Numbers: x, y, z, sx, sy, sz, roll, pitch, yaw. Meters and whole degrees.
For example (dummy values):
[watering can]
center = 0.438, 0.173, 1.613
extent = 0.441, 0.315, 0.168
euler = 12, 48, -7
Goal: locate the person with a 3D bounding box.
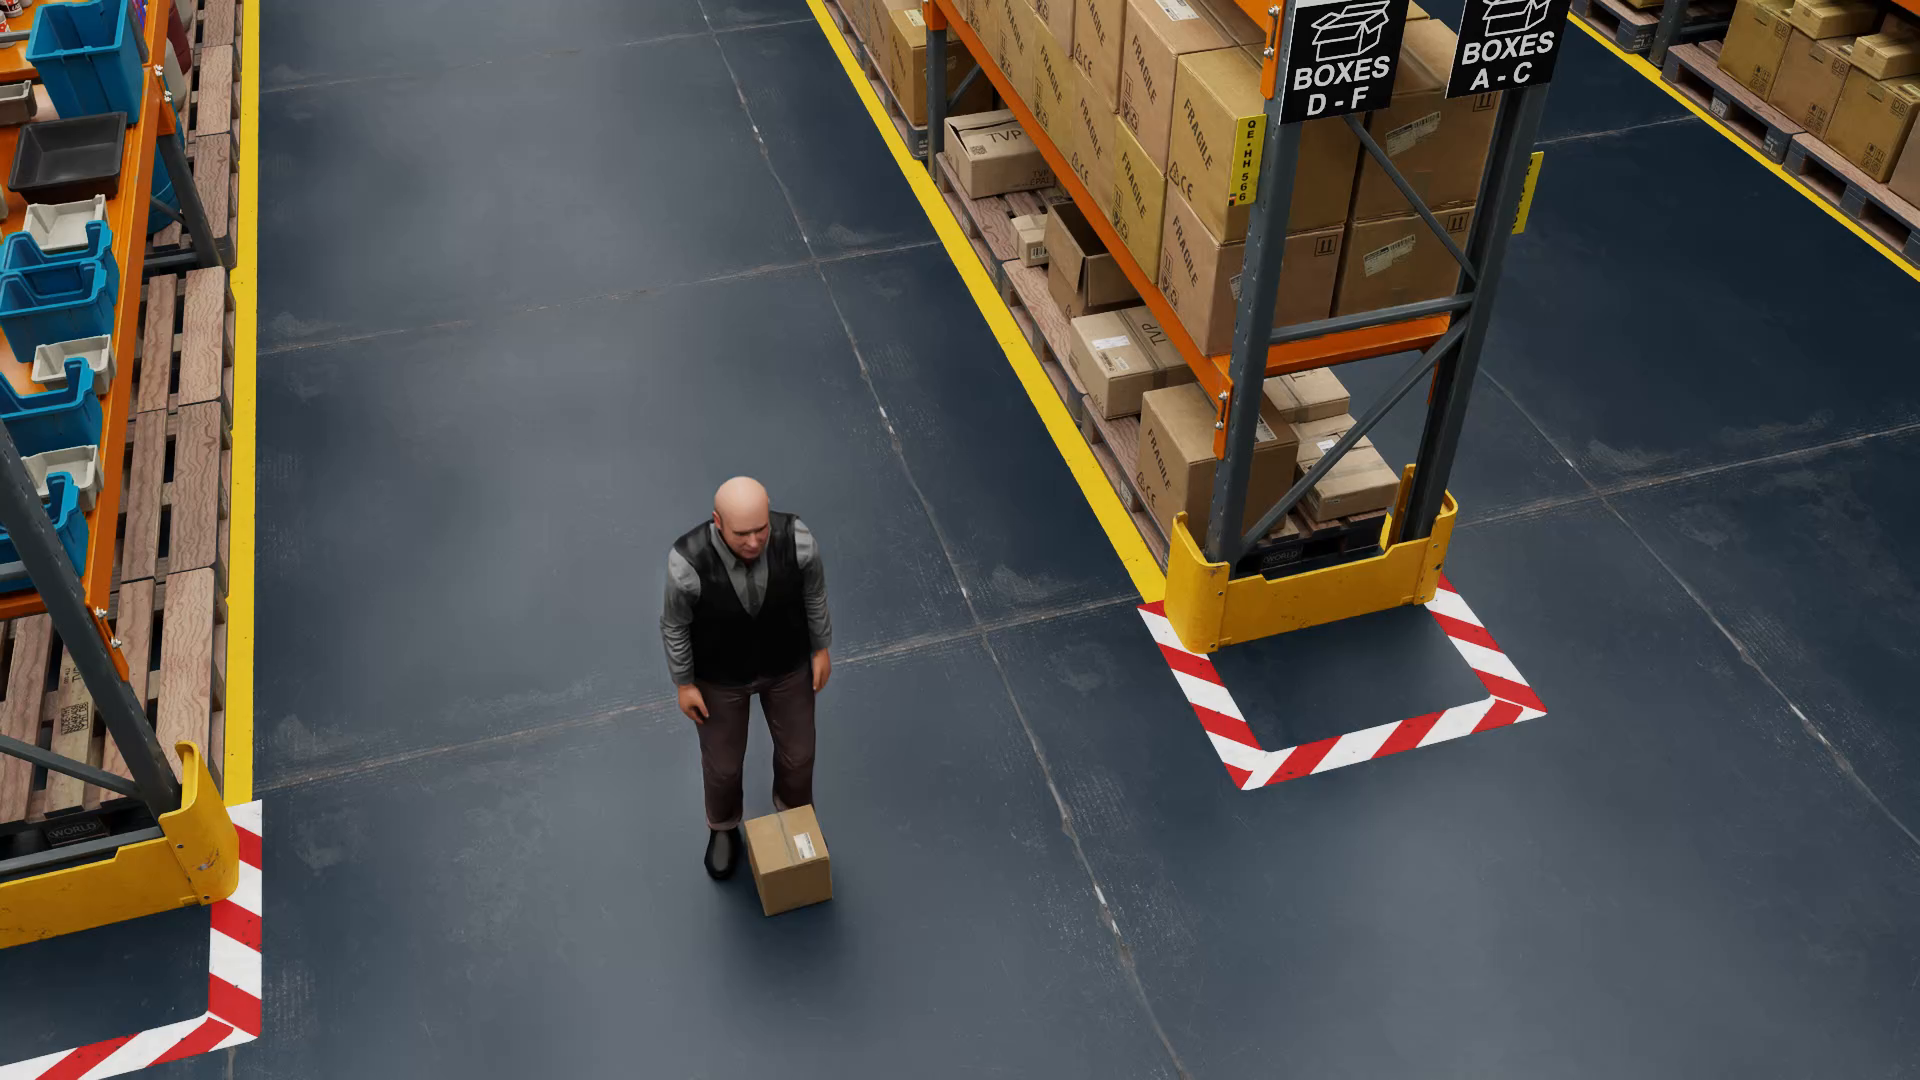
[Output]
[person]
center = -0.703, 0.444, 5.685
extent = 0.572, 1.720, 0.474
euler = -13, 44, -14
